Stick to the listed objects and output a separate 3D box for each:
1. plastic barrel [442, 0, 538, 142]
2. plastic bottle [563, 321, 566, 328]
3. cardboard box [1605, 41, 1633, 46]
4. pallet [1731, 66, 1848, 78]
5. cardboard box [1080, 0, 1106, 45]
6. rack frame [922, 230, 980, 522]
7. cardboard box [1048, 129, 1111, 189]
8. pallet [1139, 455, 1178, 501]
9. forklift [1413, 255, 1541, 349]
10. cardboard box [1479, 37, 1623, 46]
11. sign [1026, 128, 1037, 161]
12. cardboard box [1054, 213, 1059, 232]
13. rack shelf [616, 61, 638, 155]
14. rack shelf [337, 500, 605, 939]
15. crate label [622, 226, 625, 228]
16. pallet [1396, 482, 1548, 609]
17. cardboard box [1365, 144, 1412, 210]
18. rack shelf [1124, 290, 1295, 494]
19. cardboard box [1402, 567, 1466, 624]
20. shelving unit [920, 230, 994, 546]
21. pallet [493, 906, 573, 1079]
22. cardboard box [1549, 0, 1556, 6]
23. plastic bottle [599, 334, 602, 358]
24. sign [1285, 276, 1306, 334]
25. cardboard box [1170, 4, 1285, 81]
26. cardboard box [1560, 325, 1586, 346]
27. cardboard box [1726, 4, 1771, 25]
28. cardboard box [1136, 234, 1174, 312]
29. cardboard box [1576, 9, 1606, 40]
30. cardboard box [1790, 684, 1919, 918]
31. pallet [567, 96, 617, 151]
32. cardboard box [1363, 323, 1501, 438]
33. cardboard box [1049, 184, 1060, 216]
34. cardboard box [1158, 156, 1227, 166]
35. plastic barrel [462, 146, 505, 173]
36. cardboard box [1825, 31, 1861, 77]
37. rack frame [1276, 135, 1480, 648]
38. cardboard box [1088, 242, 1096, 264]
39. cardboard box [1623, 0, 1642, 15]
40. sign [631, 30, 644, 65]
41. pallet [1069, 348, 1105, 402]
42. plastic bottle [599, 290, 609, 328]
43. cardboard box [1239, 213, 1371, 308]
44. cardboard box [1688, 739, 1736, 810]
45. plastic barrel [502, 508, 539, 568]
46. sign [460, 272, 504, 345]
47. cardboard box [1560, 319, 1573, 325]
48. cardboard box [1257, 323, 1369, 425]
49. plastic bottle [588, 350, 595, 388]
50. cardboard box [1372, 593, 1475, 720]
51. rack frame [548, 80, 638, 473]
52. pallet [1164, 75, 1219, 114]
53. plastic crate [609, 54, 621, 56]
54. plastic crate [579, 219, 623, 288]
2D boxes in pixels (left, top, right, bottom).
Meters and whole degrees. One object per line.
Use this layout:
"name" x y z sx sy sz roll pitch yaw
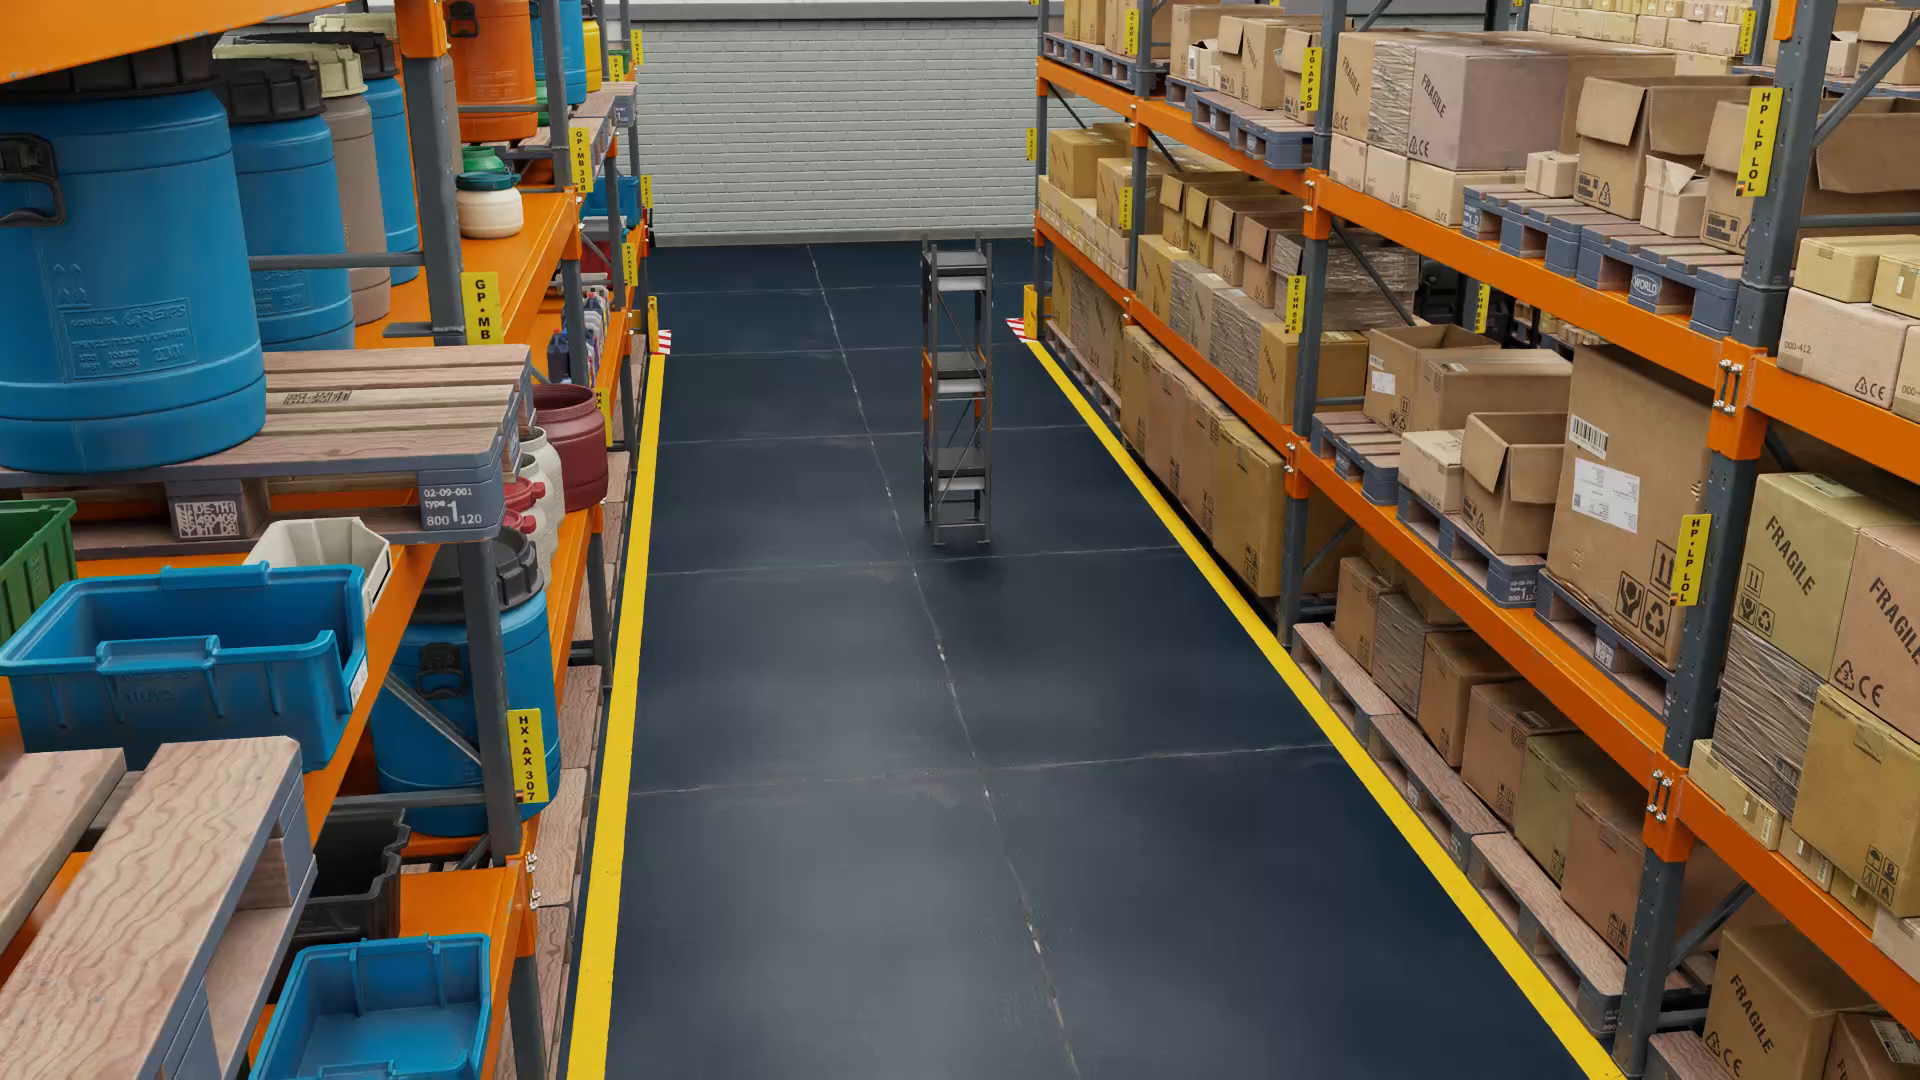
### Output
"plastic barrel" -2.556 -2.552 8.760 0.600 0.830 0.708 -3 21 -8
"plastic bottle" -2.653 -1.396 11.351 0.097 0.271 0.097 0 20 0
"cardboard box" 6.228 -4.414 15.174 0.500 0.250 0.500 -3 21 -8
"pallet" 6.754 -3.500 12.781 1.213 0.211 1.003 -3 21 -8
"cardboard box" 1.483 -4.712 14.873 0.700 0.500 0.500 -4 21 -11
"rack frame" -0.059 -1.125 11.728 0.400 2.100 0.015 -3 21 -8
"cardboard box" 1.145 -3.639 15.890 0.500 0.500 0.500 -3 21 -9
"pallet" 2.033 -0.617 13.067 1.003 0.211 1.213 -3 21 -8
"forklift" 4.201 -2.295 13.671 1.130 2.935 3.031 -3 21 -8
"cardboard box" 2.825 -2.159 8.064 0.500 0.500 0.500 -3 21 -8
"sign" 0.721 -3.988 16.757 0.100 0.325 0.005 -3 21 -8
"cardboard box" 1.110 -3.047 15.946 0.380 0.149 0.250 -3 21 -9
"rack shelf" -3.342 -3.698 14.070 1.077 0.370 4.000 -3 21 -8
"rack shelf" -2.189 0.477 7.179 1.077 0.370 4.000 -3 21 -8
"crate label" -3.242 -2.757 15.102 0.396 0.136 0.243 -3 21 -8
"pallet" 2.750 -0.029 7.780 1.003 0.211 1.213 -3 21 -8
"cardboard box" 2.314 -1.783 8.131 0.500 0.250 0.500 -2 21 -6
"rack shelf" 2.136 -1.157 11.556 1.077 0.370 4.000 -3 21 -8
"cardboard box" 2.637 0.225 8.698 0.500 0.250 0.500 -1 20 -2
"shelving unit" -0.024 -1.041 11.502 0.431 2.100 0.503 -3 21 -8
"pallet" -2.052 1.869 6.410 1.003 0.211 1.213 -3 21 -8
"cardboard box" 6.034 -5.330 16.343 0.380 0.149 0.250 -2 21 -6
"plastic bottle" -2.488 -1.337 11.293 0.097 0.201 0.097 0 20 0
"sign" 1.875 -1.315 9.295 0.100 0.325 0.005 -3 21 -8
"cardboard box" 1.941 -3.635 12.132 0.700 0.500 0.500 -2 21 -6
"cardboard box" 6.123 -2.010 16.286 0.380 0.149 0.250 -4 21 -10
"cardboard box" 6.454 -4.252 13.457 0.380 0.149 0.250 -4 21 -10
"cardboard box" 1.666 -2.062 12.806 0.500 0.500 0.500 -3 21 -8
"cardboard box" 6.137 -4.835 15.586 0.500 0.250 0.500 -3 21 -7
"cardboard box" 3.042 0.731 4.905 0.875 0.500 0.500 -3 21 -8
"pallet" -2.678 -2.595 10.359 1.003 0.211 1.213 -3 21 -8
"cardboard box" 2.542 -0.860 8.990 0.500 0.500 0.500 -6 21 -14
"cardboard box" 1.154 -3.281 16.004 0.500 0.250 0.500 -3 21 -8
"cardboard box" 1.968 -2.957 14.063 0.500 0.500 0.500 -3 21 -8
"plastic barrel" -2.391 -1.802 8.187 0.294 0.245 0.294 0 20 0
"cardboard box" 6.689 -3.647 12.433 0.500 0.311 0.500 -3 21 -9
"rack frame" 2.424 -0.802 9.576 1.000 3.000 0.127 -3 21 -8
"cardboard box" 1.331 -2.514 14.520 0.380 0.149 0.250 -3 21 -7
"cardboard box" 6.186 -4.786 14.885 0.380 0.149 0.250 -3 21 -9
"sign" -3.088 -4.711 15.906 0.100 0.325 0.005 -3 21 -8
"pallet" 1.636 -1.571 15.621 1.003 0.211 1.213 -3 21 -8
"plastic bottle" -2.598 -1.684 12.106 0.061 0.283 0.133 -3 21 -8
"cardboard box" 2.244 -1.798 10.667 0.797 0.503 0.637 -2 21 -6
"cardboard box" 2.734 0.790 5.672 0.380 0.149 0.250 -3 21 -8
"plastic barrel" -1.927 0.173 6.772 0.433 0.535 0.433 0 20 0
"sign" -1.354 -0.600 4.737 0.100 0.325 0.005 -3 21 -8
"cardboard box" 6.183 -2.234 16.459 0.380 0.149 0.250 -4 21 -10
"cardboard box" 2.108 -1.007 9.982 0.500 0.500 0.500 -2 21 -6
"plastic bottle" -2.376 -1.099 10.556 0.097 0.271 0.097 0 20 0
"cardboard box" 2.633 0.585 8.805 0.700 0.500 0.500 -5 21 -12
"rack frame" -3.054 -1.937 12.615 1.000 3.000 0.127 -3 21 -8
"pallet" 2.029 -3.187 11.949 0.805 0.209 1.217 -4 21 -10
"plastic crate" -2.961 -3.725 13.302 0.497 0.269 0.590 -3 21 -8
"plastic crate" -2.934 -2.317 13.455 0.402 0.464 0.583 -3 21 -8
